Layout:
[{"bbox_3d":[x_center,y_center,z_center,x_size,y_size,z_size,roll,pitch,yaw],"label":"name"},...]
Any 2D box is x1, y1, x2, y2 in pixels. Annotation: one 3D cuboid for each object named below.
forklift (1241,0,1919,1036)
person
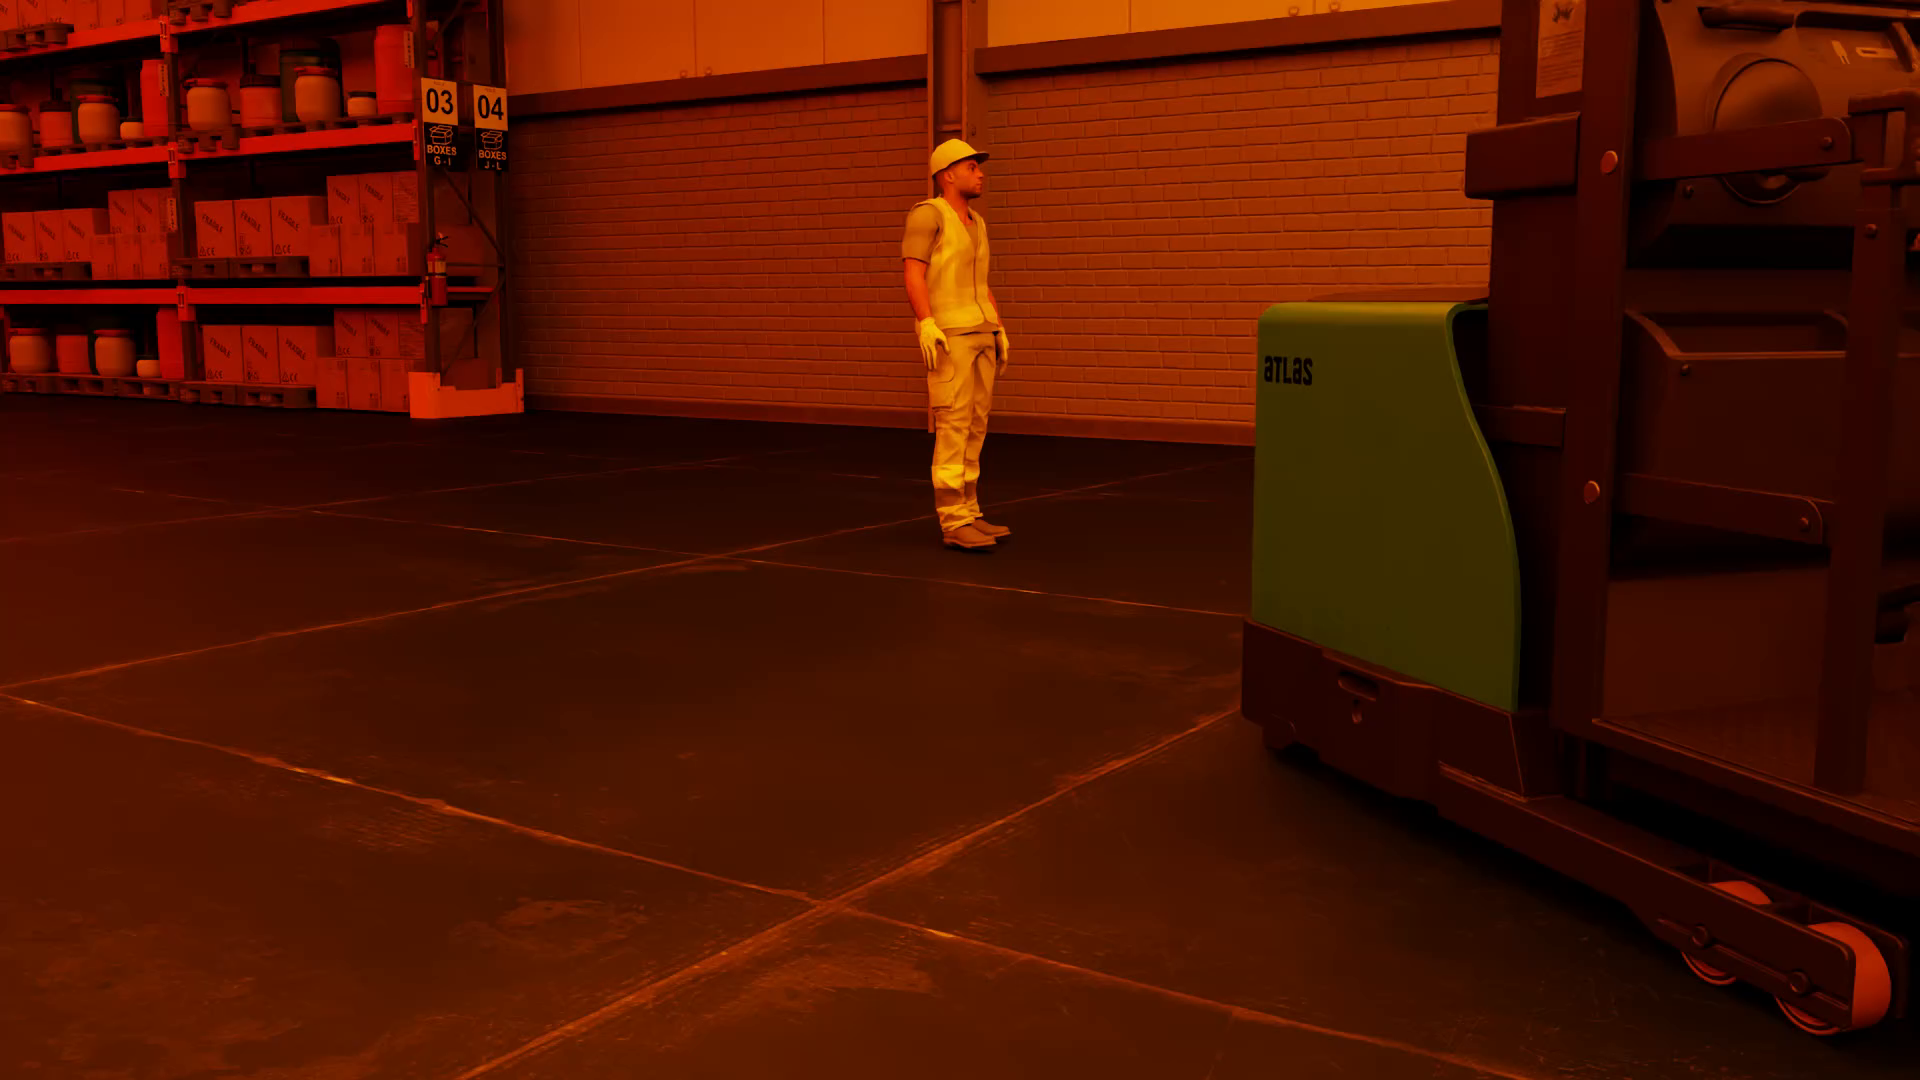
[{"bbox_3d":[1.666,-0.784,2.703,1.130,2.935,3.031,-3,9,-20],"label":"forklift"},{"bbox_3d":[0.060,-0.885,7.422,0.562,1.790,0.637,5,10,34],"label":"person"}]
